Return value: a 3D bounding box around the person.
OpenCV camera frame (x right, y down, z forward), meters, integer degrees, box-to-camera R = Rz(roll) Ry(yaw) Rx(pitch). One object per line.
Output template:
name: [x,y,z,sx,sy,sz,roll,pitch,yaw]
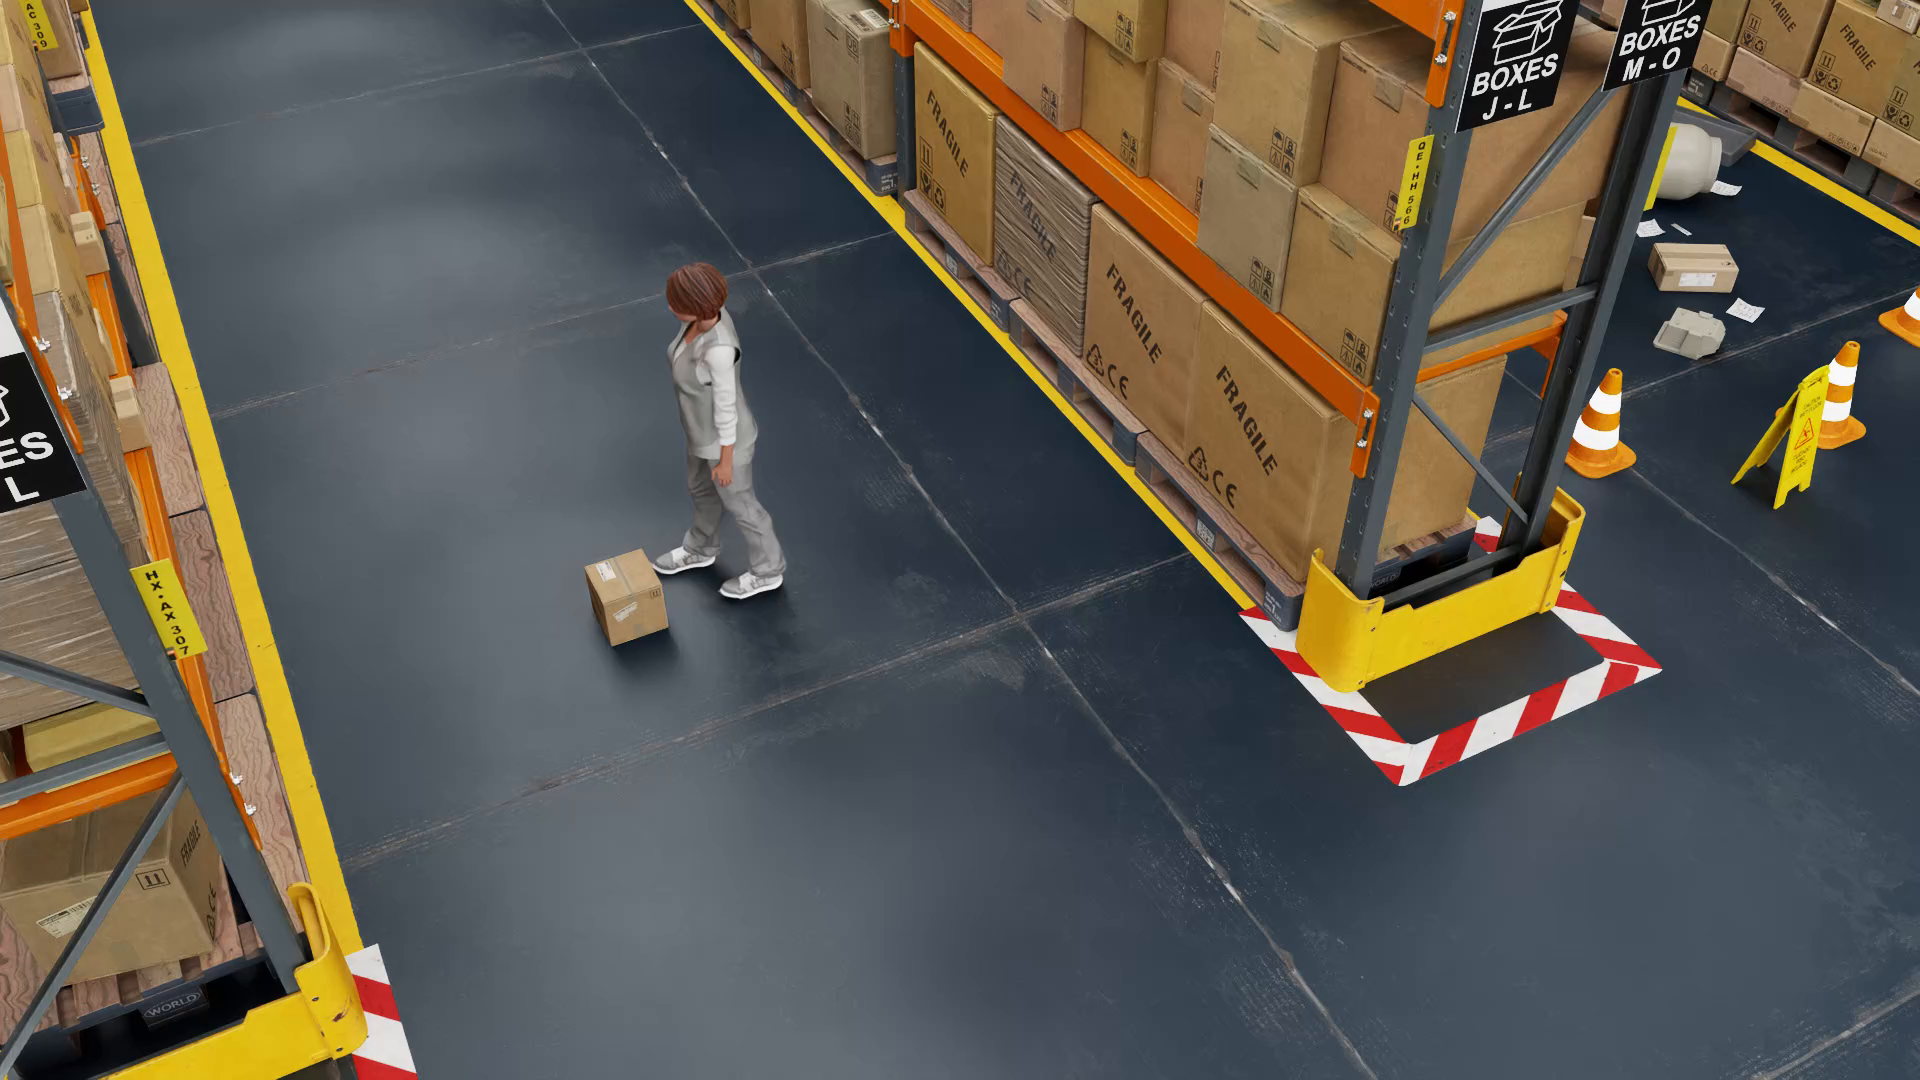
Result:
person: [-1.025,-0.405,6.606,0.516,1.593,0.439,-13,44,-15]
